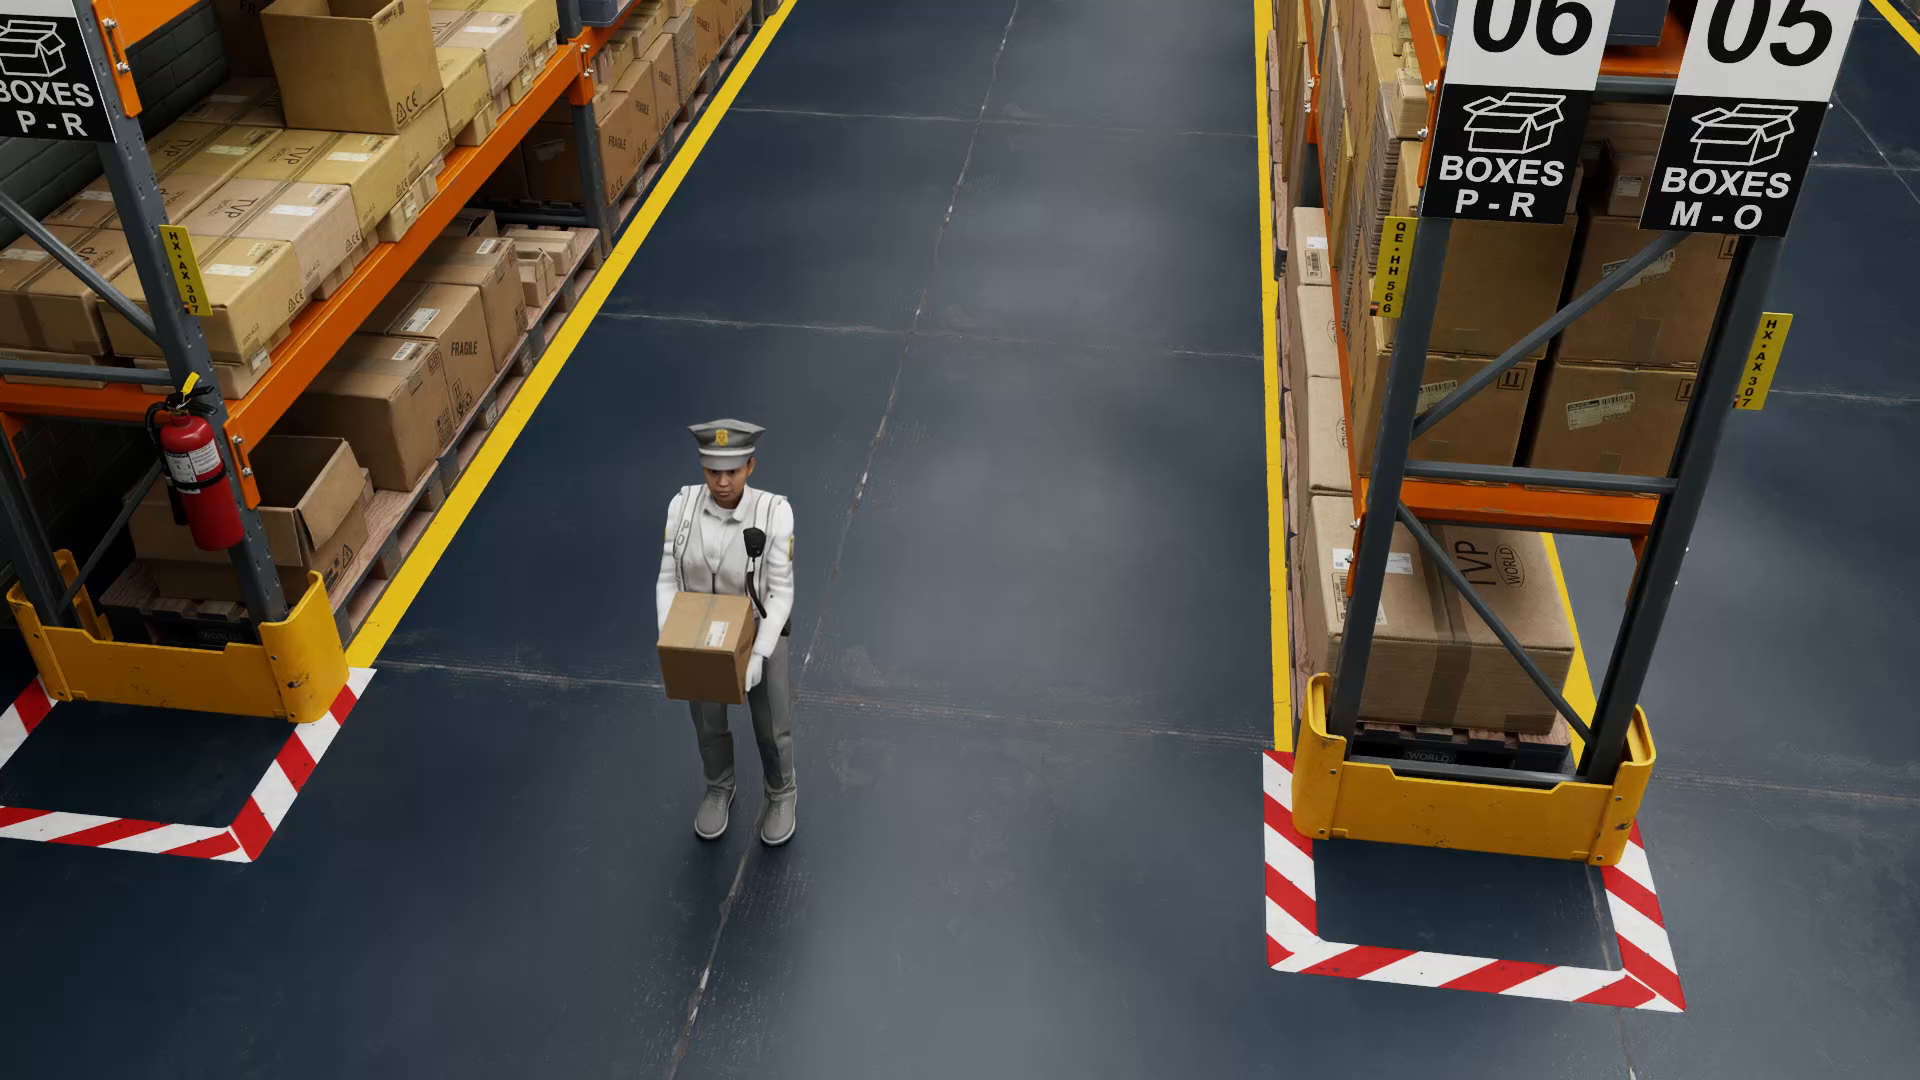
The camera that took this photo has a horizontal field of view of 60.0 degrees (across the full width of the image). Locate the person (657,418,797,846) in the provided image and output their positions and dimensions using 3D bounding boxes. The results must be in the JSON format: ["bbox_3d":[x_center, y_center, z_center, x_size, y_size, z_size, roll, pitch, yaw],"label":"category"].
[{"bbox_3d":[-0.775,0.363,5.629,0.465,1.691,0.554,4,37,6],"label":"person"}]
